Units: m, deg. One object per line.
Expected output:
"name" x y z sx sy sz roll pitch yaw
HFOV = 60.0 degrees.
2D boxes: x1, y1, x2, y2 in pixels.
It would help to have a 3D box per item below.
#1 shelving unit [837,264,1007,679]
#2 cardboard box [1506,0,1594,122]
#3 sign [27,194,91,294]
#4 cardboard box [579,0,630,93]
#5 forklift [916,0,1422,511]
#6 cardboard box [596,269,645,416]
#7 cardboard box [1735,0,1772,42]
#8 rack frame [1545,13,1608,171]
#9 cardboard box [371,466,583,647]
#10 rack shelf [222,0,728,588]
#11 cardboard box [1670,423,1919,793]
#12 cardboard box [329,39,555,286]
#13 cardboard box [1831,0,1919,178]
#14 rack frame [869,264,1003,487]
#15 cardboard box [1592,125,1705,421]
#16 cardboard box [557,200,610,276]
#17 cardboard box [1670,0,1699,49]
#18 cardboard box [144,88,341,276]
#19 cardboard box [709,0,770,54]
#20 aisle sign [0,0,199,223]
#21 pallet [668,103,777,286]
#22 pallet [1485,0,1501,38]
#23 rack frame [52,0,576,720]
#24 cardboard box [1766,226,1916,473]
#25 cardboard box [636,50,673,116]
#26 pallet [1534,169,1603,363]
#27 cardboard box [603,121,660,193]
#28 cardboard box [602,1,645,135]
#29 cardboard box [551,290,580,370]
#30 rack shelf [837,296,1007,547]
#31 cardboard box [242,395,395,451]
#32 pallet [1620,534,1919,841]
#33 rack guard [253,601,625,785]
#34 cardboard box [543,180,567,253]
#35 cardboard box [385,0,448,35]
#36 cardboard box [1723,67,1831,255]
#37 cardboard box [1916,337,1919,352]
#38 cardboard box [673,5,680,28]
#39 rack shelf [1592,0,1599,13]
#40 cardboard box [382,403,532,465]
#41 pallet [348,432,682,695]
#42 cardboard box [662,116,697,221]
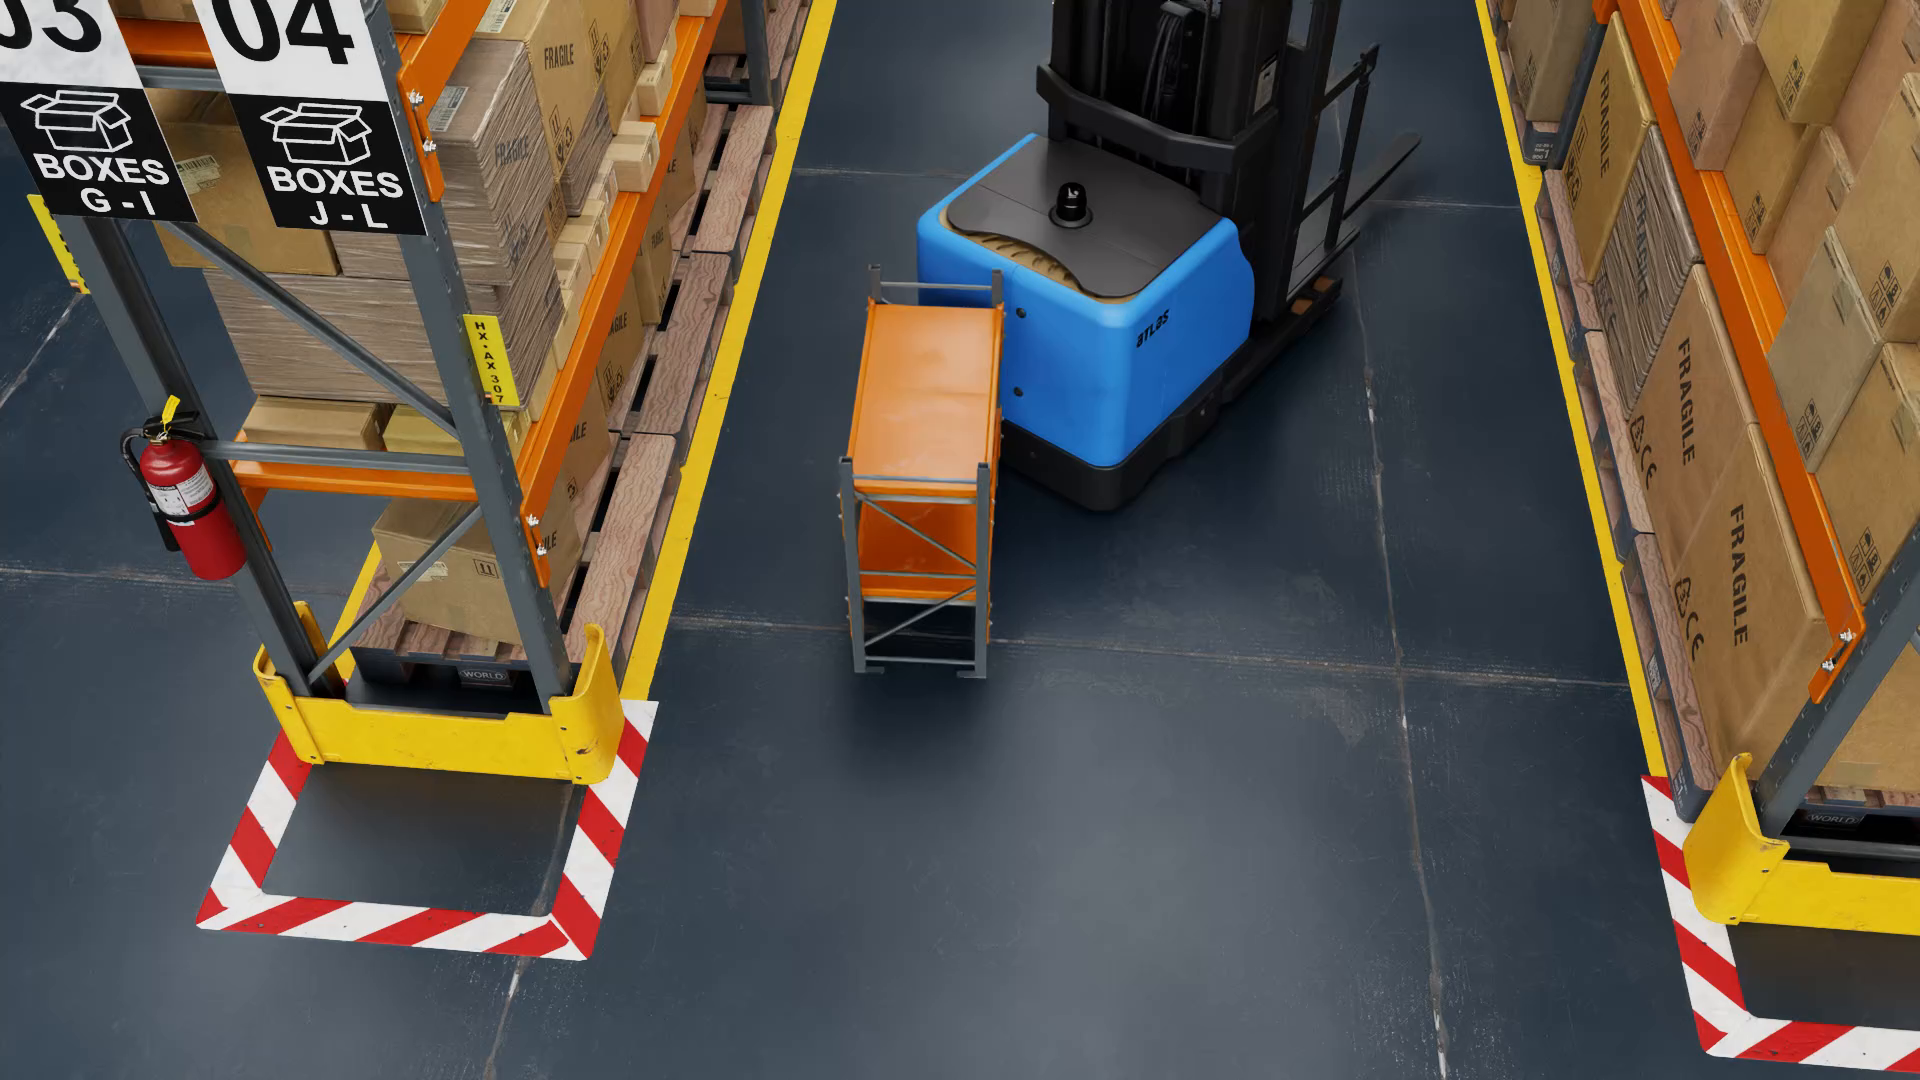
"shelving unit" -0.120 -0.250 6.242 0.538 1.125 1.048 3 48 2
"cardboard box" 3.421 -2.616 8.376 1.050 0.750 0.750 4 48 3
"sign" -2.392 -0.789 4.466 0.100 0.325 0.005 4 48 4
"cardboard box" -1.422 -1.832 5.472 0.500 0.500 0.500 4 48 4
"forklift" 1.118 -2.144 6.750 1.130 2.935 3.031 30 54 25
"cardboard box" -1.671 -0.896 6.972 0.500 0.500 0.500 8 48 7
"cardboard box" 3.266 -2.118 5.847 0.875 0.550 0.550 4 48 4
"rack frame" 3.454 -2.771 7.278 1.000 3.000 0.127 4 48 4
"cardboard box" -1.767 0.004 6.149 0.500 0.500 0.500 12 49 11
"rack shelf" -1.658 -1.467 6.572 1.077 0.370 4.000 4 48 4
"cardboard box" 3.085 0.241 5.678 0.875 0.875 0.875 4 48 4
"cardboard box" -1.519 -1.097 4.800 0.500 0.500 0.500 4 48 4
"cardboard box" 3.306 -1.330 5.126 0.875 0.550 0.550 4 48 4
"rack frame" -0.089 -0.624 6.585 0.500 1.125 0.032 3 48 2
"cardboard box" 3.249 -1.076 6.883 0.875 0.875 0.875 4 48 4
"cardboard box" -1.466 -1.082 5.903 0.380 0.149 0.250 4 48 4
"cardboard box" 3.405 -2.144 6.603 0.875 0.550 0.550 4 48 4
"cardboard box" -2.037 -1.132 4.832 0.500 0.500 0.500 4 48 4
"cardboard box" -1.399 -2.934 8.822 0.700 0.500 0.500 1 48 1
"aisle sign" -2.145 -1.092 3.980 0.394 0.787 0.004 4 48 4
"pallet" -1.502 -1.742 8.226 1.003 0.211 1.213 4 48 4
"pallet" 3.558 -3.301 9.652 1.003 0.211 1.213 4 48 4
"rack frame" -1.841 -0.240 4.963 1.000 3.000 0.127 4 48 4
"cardboard box" 3.107 -0.564 5.157 0.875 0.550 0.550 4 48 4
"cardboard box" -1.354 -1.815 6.574 0.380 0.149 0.250 4 48 4
"pallet" 3.307 -1.277 7.801 1.003 0.211 1.213 4 48 4
"cardboard box" -1.344 -1.444 6.234 0.380 0.149 0.250 4 48 4
"cardboard box" -1.691 -1.883 6.196 0.875 0.500 0.500 4 48 4
"cardboard box" -1.498 -0.714 5.566 0.380 0.149 0.250 4 48 4
"rack shelf" -0.120 -0.447 6.026 0.538 0.278 1.000 3 48 2
"cardboard box" -2.020 -0.378 5.260 0.380 0.149 0.250 4 48 4
"pallet" 3.084 0.516 6.161 1.003 0.211 1.213 4 48 4
"rack guard" -1.834 0.548 5.936 1.175 0.500 0.348 4 48 4
"cardboard box" -1.837 -1.152 5.527 0.875 0.500 0.500 4 48 4
"cardboard box" -1.539 -1.538 4.219 0.500 0.250 0.500 5 48 5
"cardboard box" 3.290 -1.359 5.885 0.875 0.550 0.500 4 48 4
"cardboard box" 3.162 -0.517 4.383 0.875 0.550 0.550 4 48 4
"cardboard box" -1.384 -2.188 6.915 0.380 0.149 0.250 4 48 4
"rack shelf" 3.636 -3.998 8.888 1.077 0.370 4.000 4 48 4
"cardboard box" -1.577 -0.349 5.232 0.380 0.149 0.250 4 48 4
"pallet" -1.725 0.051 6.586 1.003 0.211 1.213 4 48 4
"cardboard box" -1.597 -1.765 7.767 0.500 0.500 0.500 18 50 16
